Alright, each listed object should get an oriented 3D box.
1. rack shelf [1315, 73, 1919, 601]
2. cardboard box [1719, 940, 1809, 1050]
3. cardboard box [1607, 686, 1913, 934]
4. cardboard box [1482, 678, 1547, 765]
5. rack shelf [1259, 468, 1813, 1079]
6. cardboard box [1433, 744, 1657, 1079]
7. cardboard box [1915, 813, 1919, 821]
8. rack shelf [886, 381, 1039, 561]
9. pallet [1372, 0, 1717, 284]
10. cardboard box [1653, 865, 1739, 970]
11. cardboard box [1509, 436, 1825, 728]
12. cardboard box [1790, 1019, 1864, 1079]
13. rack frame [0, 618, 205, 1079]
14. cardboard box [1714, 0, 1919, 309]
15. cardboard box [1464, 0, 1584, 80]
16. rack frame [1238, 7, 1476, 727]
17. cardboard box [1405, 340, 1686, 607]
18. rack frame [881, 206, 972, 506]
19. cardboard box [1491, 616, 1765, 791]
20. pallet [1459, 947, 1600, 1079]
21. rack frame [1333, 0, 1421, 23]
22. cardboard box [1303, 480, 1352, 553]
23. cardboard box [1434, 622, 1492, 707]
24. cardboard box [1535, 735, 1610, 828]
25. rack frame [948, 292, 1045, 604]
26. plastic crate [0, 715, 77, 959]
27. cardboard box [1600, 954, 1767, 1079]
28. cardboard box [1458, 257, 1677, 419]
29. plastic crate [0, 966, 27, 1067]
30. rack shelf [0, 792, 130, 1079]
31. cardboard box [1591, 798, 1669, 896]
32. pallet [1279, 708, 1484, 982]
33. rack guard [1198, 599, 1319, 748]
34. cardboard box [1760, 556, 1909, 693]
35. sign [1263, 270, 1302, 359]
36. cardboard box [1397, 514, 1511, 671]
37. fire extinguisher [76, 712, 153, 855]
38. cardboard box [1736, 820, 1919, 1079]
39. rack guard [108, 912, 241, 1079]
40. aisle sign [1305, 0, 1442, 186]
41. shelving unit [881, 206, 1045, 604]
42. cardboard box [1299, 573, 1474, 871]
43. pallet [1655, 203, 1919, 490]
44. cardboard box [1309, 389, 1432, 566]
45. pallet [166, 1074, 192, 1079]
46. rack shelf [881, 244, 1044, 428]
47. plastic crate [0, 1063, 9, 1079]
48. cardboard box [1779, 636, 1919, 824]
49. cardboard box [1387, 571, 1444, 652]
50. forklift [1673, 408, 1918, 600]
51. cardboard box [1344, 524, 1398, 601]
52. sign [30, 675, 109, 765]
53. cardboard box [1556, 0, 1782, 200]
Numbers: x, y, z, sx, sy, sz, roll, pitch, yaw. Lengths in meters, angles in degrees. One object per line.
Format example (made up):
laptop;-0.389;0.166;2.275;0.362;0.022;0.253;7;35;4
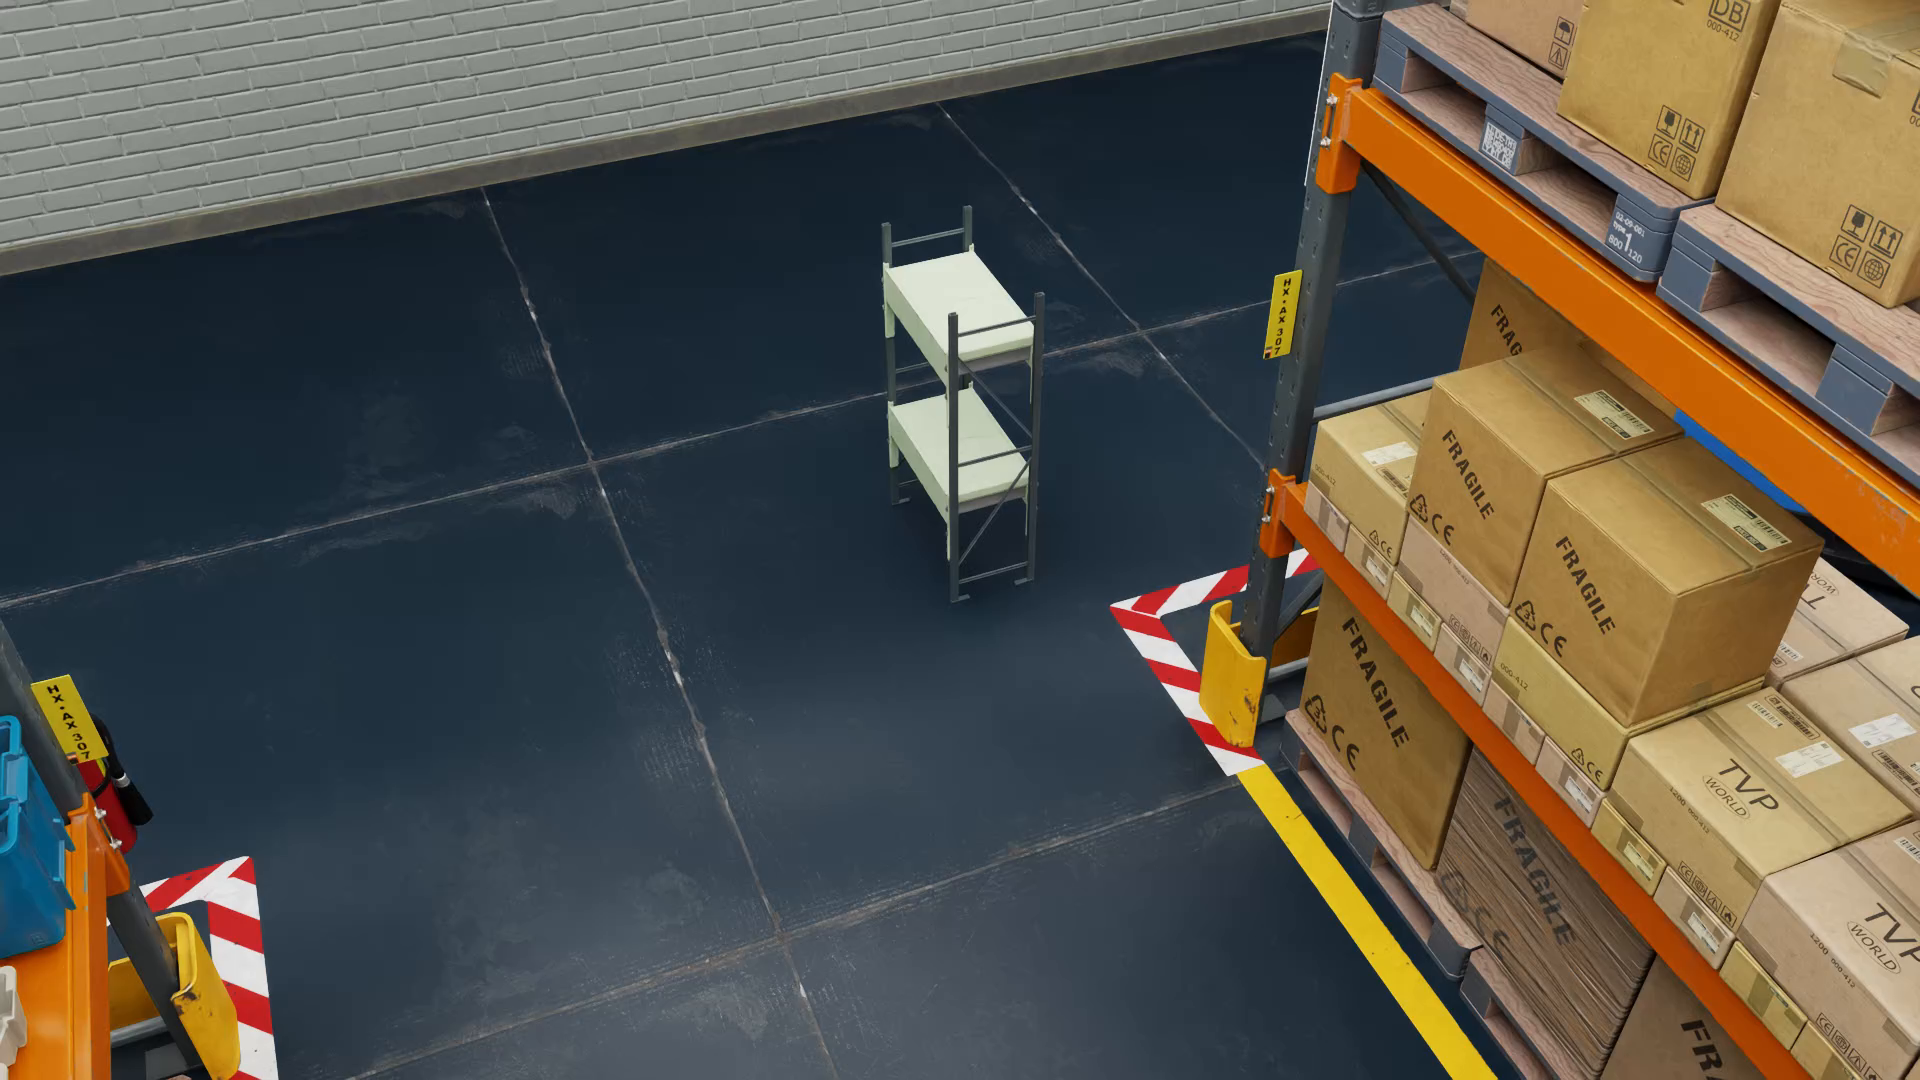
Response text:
rack shelf;2.349;-0.180;3.829;1.077;0.370;4.000;-15;43;-17
cardboard box;2.203;1.108;4.272;0.380;0.149;0.250;-16;43;-18
cardboard box;2.116;0.708;4.432;0.500;0.250;0.500;-16;43;-18
cardboard box;1.810;0.489;4.992;0.380;0.149;0.250;-16;43;-18
rack shelf;2.349;0.957;4.807;1.077;0.370;4.000;-15;43;-17
cardboard box;2.251;1.040;5.467;0.875;0.875;0.875;-15;43;-17
cardboard box;2.787;0.873;4.240;0.500;0.250;0.500;-14;43;-16
rack shelf;0.003;-0.317;7.387;0.431;0.370;0.720;-15;43;-17
pallet;1.877;-1.180;4.508;1.003;0.211;1.213;-15;43;-17
cardboard box;2.106;0.955;4.451;0.380;0.149;0.250;-14;43;-16
cardboard box;1.913;0.107;4.555;0.500;0.500;0.500;-16;43;-18
cardboard box;2.301;1.262;4.093;0.380;0.149;0.250;-14;43;-16
rack frame;-2.992;0.715;4.537;1.000;3.000;0.127;-15;43;-17
cardboard box;2.179;-0.925;3.667;0.700;0.500;0.500;-18;44;-20
cardboard box;1.832;-1.593;4.445;0.700;0.500;0.500;-18;44;-19
rack frame;1.584;-0.521;5.973;1.000;3.000;0.127;-15;43;-17
cardboard box;1.709;-0.203;4.916;0.500;0.500;0.500;-16;43;-18
rack frame;-0.137;-0.785;7.431;0.400;1.500;0.023;-15;43;-17
cardboard box;1.912;0.395;4.796;0.500;0.250;0.500;-16;43;-18
pallet;2.425;1.733;5.492;1.003;0.211;1.213;-15;43;-17
rack frame;1.584;-2.795;4.017;1.000;3.000;0.127;-15;43;-17
cardboard box;1.415;-0.129;5.711;0.380;0.149;0.250;-15;43;-16
cardboard box;1.713;0.336;5.170;0.380;0.149;0.250;-16;43;-18
cardboard box;1.909;0.645;4.811;0.380;0.149;0.250;-16;43;-17
rack frame;0.143;-0.344;6.919;0.400;1.500;0.023;-15;43;-17
plastic crate;-2.692;0.834;4.325;0.616;0.435;0.499;-15;43;-17
cardboard box;2.591;1.576;4.843;0.875;0.875;0.875;-15;43;-17
cardboard box;2.013;-0.633;5.416;0.500;0.500;0.500;-15;43;-16
plastic crate;-2.513;1.238;4.084;0.396;0.136;0.243;-15;43;-17
rack shelf;-2.227;2.193;3.370;1.077;0.370;4.000;-15;43;-17
cardboard box;2.004;0.797;4.634;0.380;0.149;0.250;-16;43;-18
pallet;1.962;0.999;6.345;1.003;0.211;1.213;-15;43;-17
rack guard;1.575;0.413;6.805;1.175;0.500;0.348;-15;43;-17
cardboard box;2.403;0.261;4.951;0.500;0.250;0.500;-17;43;-18
sign;1.069;-0.744;5.509;0.100;0.325;0.005;-15;43;-17
cardboard box;1.723;0.091;5.149;0.500;0.250;0.500;-16;43;-17
fire extinguisher;-2.630;0.681;4.921;0.296;0.674;0.183;-15;43;-17
cardboard box;2.307;1.014;4.076;0.500;0.250;0.500;-14;43;-16
rack guard;-3.014;1.652;5.365;1.175;0.500;0.348;-15;43;-17
aisle sign;1.279;-1.475;5.089;0.394;0.787;0.004;-15;43;-17
shelving unit;0.003;-0.565;7.175;0.431;1.500;0.755;-15;43;-17
cardboard box;1.903;0.491;6.104;0.875;0.875;0.875;-15;43;-17
pallet;2.348;-0.444;3.652;1.003;0.211;1.213;-15;43;-17
cardboard box;1.518;-0.220;5.511;0.500;0.250;0.500;-16;43;-18
pallet;-2.713;2.279;4.857;1.003;0.211;1.213;-15;43;-17
rack shelf;0.003;-0.861;6.920;0.431;0.370;0.720;-15;43;-17
plastic crate;-2.416;1.416;3.877;0.396;0.136;0.243;-15;43;-17
cardboard box;2.606;0.574;4.587;0.500;0.250;0.500;-15;43;-17
cardboard box;1.612;0.179;5.352;0.380;0.149;0.250;-16;43;-18
forklift;4.440;-1.144;6.751;3.031;2.935;1.130;17;43;19
cardboard box;1.514;0.025;5.532;0.380;0.149;0.250;-16;43;-17
sign;-2.490;0.506;4.654;0.100;0.325;0.005;-15;43;-17
cardboard box;1.936;-1.224;4.015;0.700;0.500;0.500;-17;43;-18
